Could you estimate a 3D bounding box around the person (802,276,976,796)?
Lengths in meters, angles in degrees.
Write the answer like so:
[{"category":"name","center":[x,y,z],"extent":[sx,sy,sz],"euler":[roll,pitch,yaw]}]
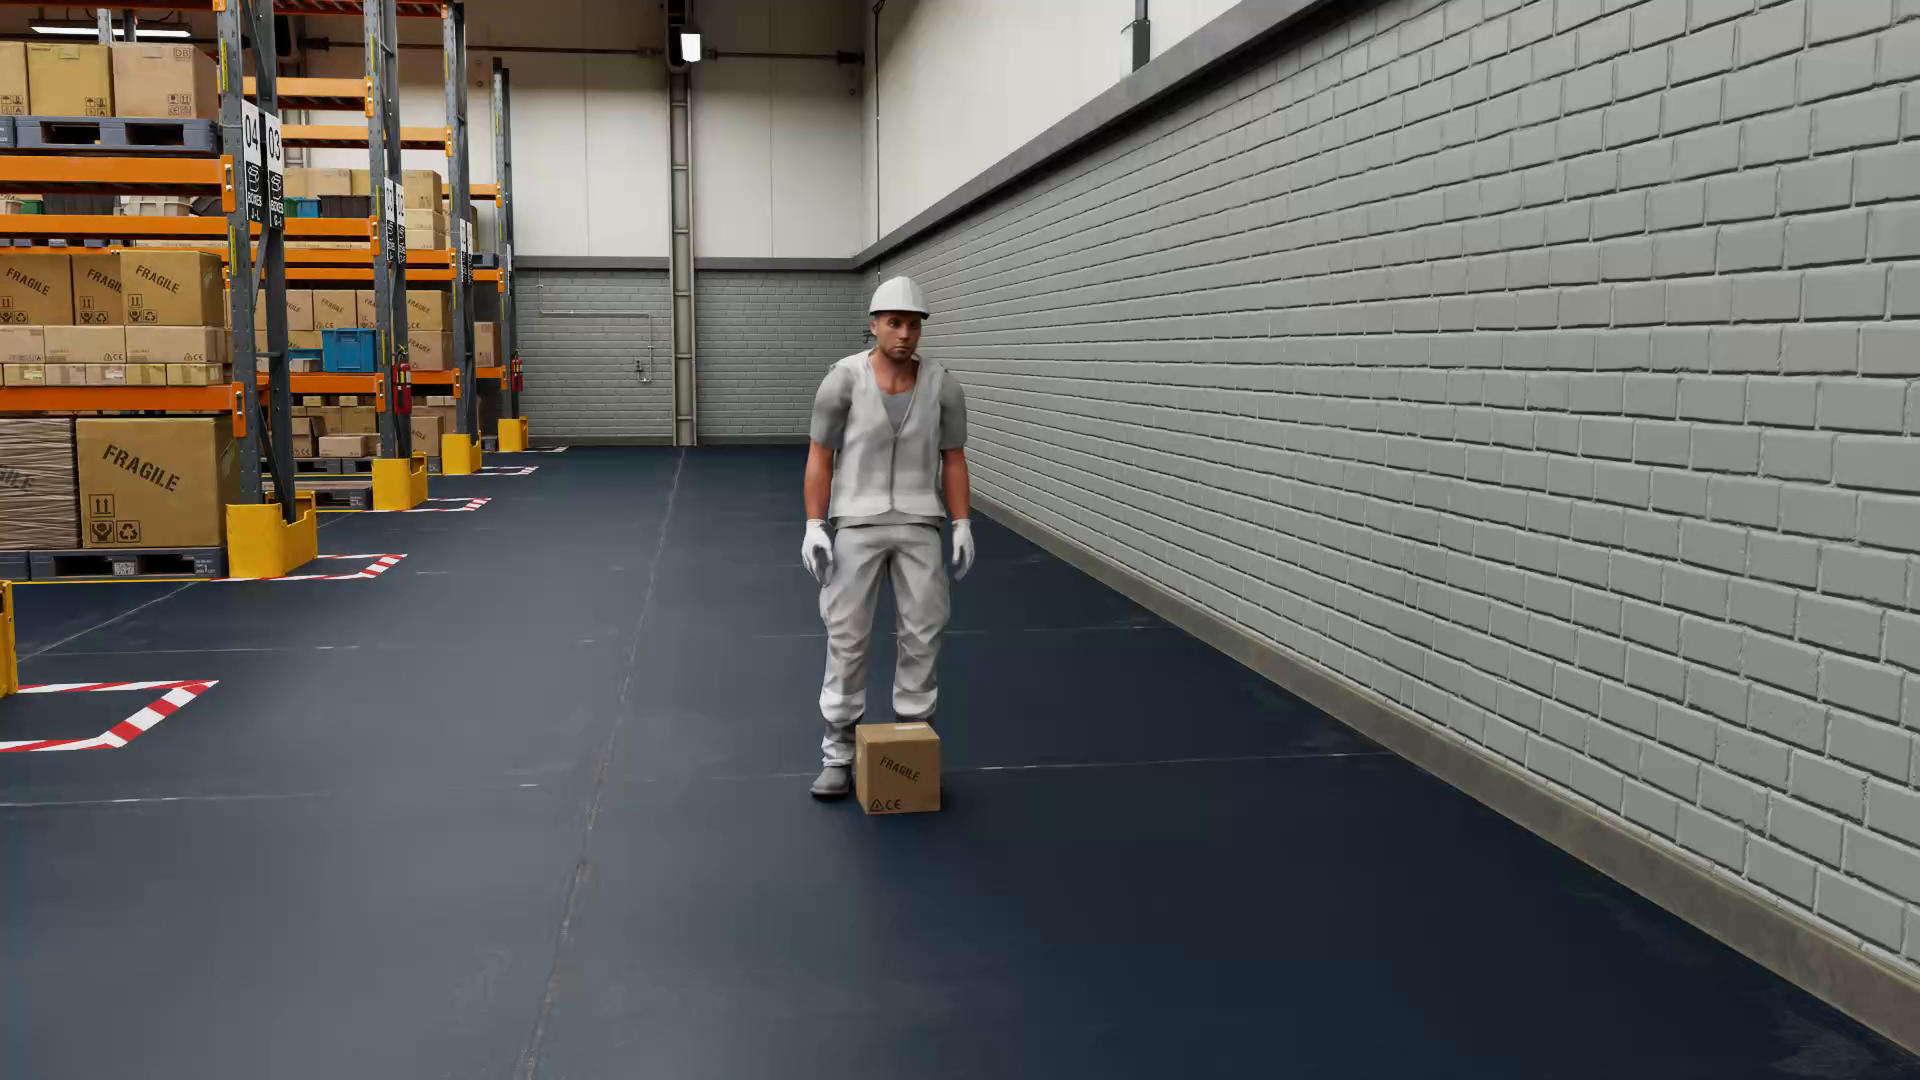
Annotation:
[{"category":"person","center":[-0.244,-0.013,5.763],"extent":[0.616,1.778,0.453],"euler":[-1,7,-12]}]
